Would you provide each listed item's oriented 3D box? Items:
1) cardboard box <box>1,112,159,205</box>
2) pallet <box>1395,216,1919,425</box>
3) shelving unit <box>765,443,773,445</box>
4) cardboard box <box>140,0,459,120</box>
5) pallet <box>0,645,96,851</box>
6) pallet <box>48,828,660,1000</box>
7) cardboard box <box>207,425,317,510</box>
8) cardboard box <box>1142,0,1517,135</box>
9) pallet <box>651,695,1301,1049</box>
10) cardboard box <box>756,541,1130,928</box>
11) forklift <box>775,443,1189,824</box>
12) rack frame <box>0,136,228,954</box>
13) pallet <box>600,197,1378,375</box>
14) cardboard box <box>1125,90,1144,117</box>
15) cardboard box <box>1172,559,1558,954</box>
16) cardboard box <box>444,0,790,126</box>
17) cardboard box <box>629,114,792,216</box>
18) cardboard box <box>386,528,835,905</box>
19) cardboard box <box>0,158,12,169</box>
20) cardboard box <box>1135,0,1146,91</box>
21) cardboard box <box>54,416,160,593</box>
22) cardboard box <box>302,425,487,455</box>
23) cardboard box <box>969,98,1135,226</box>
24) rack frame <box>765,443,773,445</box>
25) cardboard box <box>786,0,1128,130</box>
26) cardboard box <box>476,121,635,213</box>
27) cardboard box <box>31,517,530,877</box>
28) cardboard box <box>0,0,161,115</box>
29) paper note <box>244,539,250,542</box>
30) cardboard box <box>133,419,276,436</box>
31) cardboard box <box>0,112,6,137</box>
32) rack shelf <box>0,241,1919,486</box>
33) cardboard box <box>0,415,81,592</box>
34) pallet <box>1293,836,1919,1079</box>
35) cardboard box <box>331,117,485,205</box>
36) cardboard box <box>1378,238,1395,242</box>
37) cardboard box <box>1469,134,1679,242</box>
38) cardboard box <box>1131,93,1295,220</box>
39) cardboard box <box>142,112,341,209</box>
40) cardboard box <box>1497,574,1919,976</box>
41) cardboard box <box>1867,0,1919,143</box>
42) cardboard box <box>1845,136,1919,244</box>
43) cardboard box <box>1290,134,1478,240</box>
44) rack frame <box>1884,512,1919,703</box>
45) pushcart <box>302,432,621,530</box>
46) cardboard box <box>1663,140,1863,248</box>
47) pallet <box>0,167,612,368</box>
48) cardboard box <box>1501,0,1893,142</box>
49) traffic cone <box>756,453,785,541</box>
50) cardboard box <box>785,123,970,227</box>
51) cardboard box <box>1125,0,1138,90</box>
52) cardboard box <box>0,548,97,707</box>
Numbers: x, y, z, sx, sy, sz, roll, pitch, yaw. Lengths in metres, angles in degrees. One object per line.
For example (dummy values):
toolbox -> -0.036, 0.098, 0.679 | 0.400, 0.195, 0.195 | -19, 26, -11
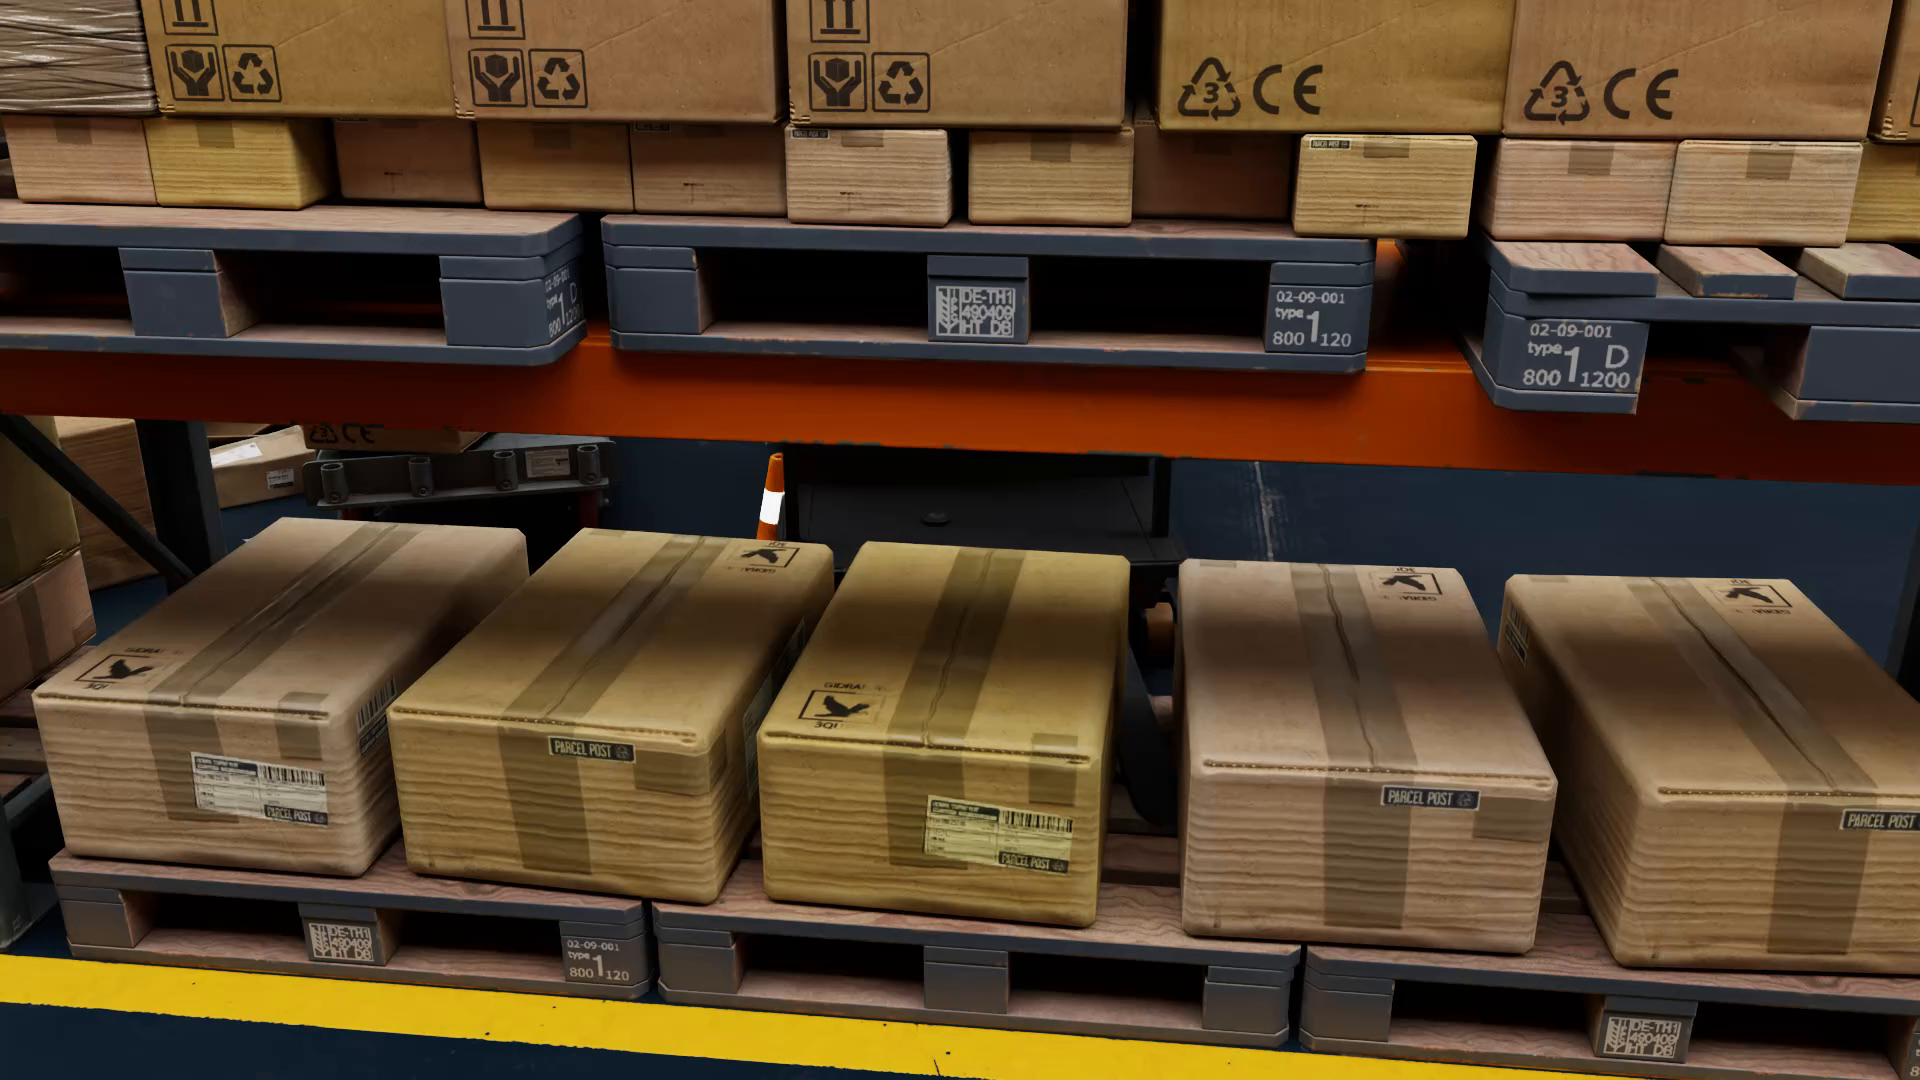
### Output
cardboard box -> -1.406, -0.689, 2.873 | 0.250, 0.149, 0.380 | 3, 22, 7
pallet -> 1.334, -0.479, 2.833 | 1.003, 0.211, 1.213 | 2, 22, 6
shelving unit -> -0.282, -0.759, 6.581 | 1.200, 0.503, 0.258 | -14, -17, -31
cardboard box -> -0.988, -0.983, 2.735 | 0.500, 0.500, 0.500 | 3, 22, 6
pallet -> -2.589, 0.531, 3.809 | 1.213, 0.211, 1.003 | 2, 22, 6
pallet -> -1.144, 0.580, 3.685 | 1.213, 0.211, 1.003 | 2, 22, 6
cardboard box -> -2.474, -0.297, 5.830 | 0.396, 0.266, 0.258 | -14, 25, -31
cardboard box -> 0.554, -0.915, 2.561 | 0.500, 0.500, 0.500 | 1, 22, 3
pallet -> 0.071, 0.632, 3.553 | 1.213, 0.211, 1.003 | 2, 22, 6
cardboard box -> 0.009, 0.358, 3.457 | 0.625, 0.372, 0.950 | 3, 22, 8
forklift -> 0.032, -1.133, 4.318 | 1.130, 2.935, 3.031 | -1, 22, -3
rack frame -> -1.918, -0.750, 3.256 | 0.127, 3.000, 1.000 | 2, 22, 6
pallet -> 0.084, -0.558, 3.032 | 1.213, 0.211, 1.003 | 2, 22, 6
cardboard box -> 0.406, -0.789, 3.127 | 0.250, 0.149, 0.380 | 3, 22, 8
cardboard box -> 0.761, 0.393, 3.368 | 0.625, 0.372, 0.950 | 2, 22, 5
cardboard box -> -0.499, -0.957, 2.668 | 0.500, 0.500, 0.500 | 2, 22, 6
cardboard box -> -0.373, -0.653, 2.781 | 0.250, 0.149, 0.380 | 3, 22, 7
cardboard box -> -0.682, 0.329, 3.531 | 0.625, 0.372, 0.950 | 4, 22, 10
cardboard box -> -2.193, -0.763, 3.633 | 0.250, 0.149, 0.380 | 2, 22, 6
cardboard box -> 0.589, -1.101, 3.033 | 0.500, 0.500, 0.500 | 3, 22, 7
cardboard box -> -2.822, -0.131, 5.089 | 0.500, 0.500, 0.500 | -19, 28, -40
cardboard box -> -1.738, -0.590, 5.223 | 0.500, 0.500, 0.500 | 2, 22, 6
cardboard box -> 0.153, -0.621, 2.702 | 0.250, 0.149, 0.380 | 2, 22, 5
rack frame -> -0.190, -0.541, 6.520 | 1.200, 0.015, 0.240 | -14, -17, -31
cardboard box -> 0.012, -0.939, 2.622 | 0.500, 0.500, 0.500 | 2, 22, 4
cardboard box -> -0.618, -0.664, 2.810 | 0.250, 0.149, 0.380 | 3, 22, 7
cardboard box -> -1.396, 0.299, 3.607 | 0.625, 0.372, 0.950 | 3, 22, 7
cardboard box -> -1.486, -1.005, 2.789 | 0.500, 0.500, 0.500 | 3, 22, 8
paper note -> -2.243, -0.015, 5.435 | 0.142, 0.019, 0.148 | 2, 22, 6
cardboard box -> -2.918, -0.636, 6.179 | 0.503, 0.637, 0.797 | 2, 22, 6
cardboard box -> -2.322, -1.055, 3.488 | 0.500, 0.500, 0.500 | 2, 22, 6
rack shelf -> 0.069, -0.328, 3.169 | 4.000, 0.370, 1.077 | 2, 22, 6
cardboard box -> -2.472, -0.139, 3.860 | 0.500, 0.500, 0.500 | 4, 22, 9
pallet -> 1.279, 0.686, 3.418 | 1.213, 0.211, 1.003 | 2, 22, 6
cardboard box -> -0.869, -0.690, 2.877 | 0.250, 0.149, 0.380 | 4, 22, 10
cardboard box -> 1.943, -1.596, 7.887 | 0.750, 0.750, 1.050 | 2, 22, 6
cardboard box -> 0.922, -0.577, 2.589 | 0.250, 0.149, 0.380 | 1, 22, 4
cardboard box -> 0.412, -0.640, 2.750 | 0.250, 0.149, 0.380 | 3, 22, 7
cardboard box -> -1.159, -0.675, 2.837 | 0.250, 0.149, 0.380 | 3, 22, 7
cardboard box -> 1.495, 0.422, 3.295 | 0.625, 0.372, 0.950 | 1, 22, 3
cardboard box -> 1.570, -0.875, 2.461 | 0.500, 0.500, 0.500 | 2, 22, 5
cardboard box -> 1.427, -0.568, 2.568 | 0.250, 0.149, 0.380 | 3, 22, 7
cardboard box -> 0.647, -0.584, 2.606 | 0.250, 0.149, 0.380 | 3, 22, 7
rack frame -> 2.055, -0.576, 2.818 | 0.127, 3.000, 1.000 | 2, 22, 6
pushcart -> -1.699, -0.365, 5.849 | 0.936, 0.377, 1.648 | -5, 22, -12
cardboard box -> 1.171, -0.563, 2.554 | 0.250, 0.149, 0.380 | 2, 22, 6
pallet -> -1.176, -0.574, 3.073 | 1.213, 0.211, 1.003 | 2, 22, 6
cardboard box -> 1.056, -0.893, 2.507 | 0.500, 0.500, 0.500 | 2, 22, 5
traffic cone -> -0.521, -0.027, 4.879 | 0.334, 0.463, 0.336 | 2, 22, 6
cardboard box -> -0.115, -0.622, 2.704 | 0.250, 0.149, 0.380 | 3, 22, 8
cardboard box -> 0.093, -1.126, 3.095 | 0.500, 0.500, 0.500 | 2, 22, 4
cardboard box -> -2.472, 0.210, 3.998 | 0.500, 0.250, 0.500 | 2, 22, 4
